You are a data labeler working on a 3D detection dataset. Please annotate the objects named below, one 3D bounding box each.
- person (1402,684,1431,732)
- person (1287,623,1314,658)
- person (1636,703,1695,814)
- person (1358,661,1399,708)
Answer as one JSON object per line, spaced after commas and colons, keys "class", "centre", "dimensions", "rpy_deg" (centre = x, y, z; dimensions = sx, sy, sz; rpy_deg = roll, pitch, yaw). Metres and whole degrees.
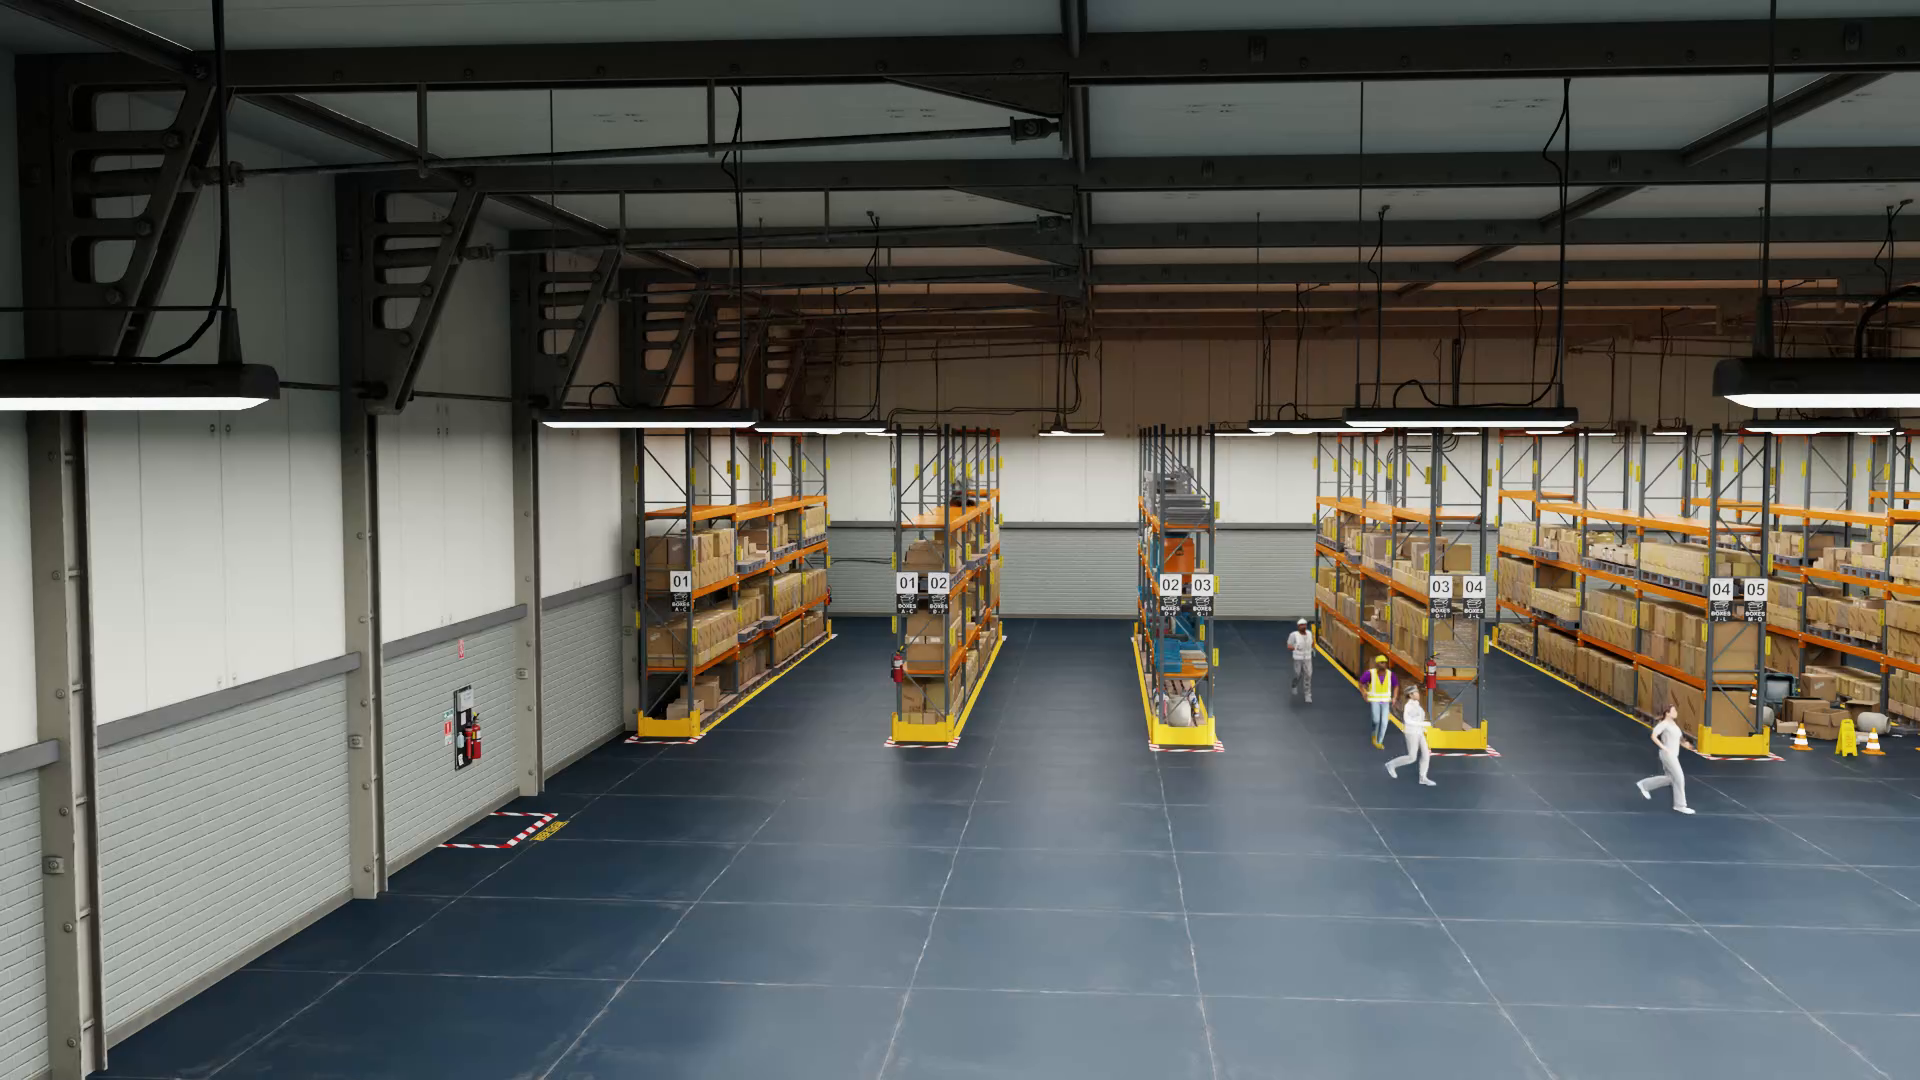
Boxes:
{"class": "person", "centre": [7.556, 2.793, 27.469], "dimensions": [0.517, 0.829, 0.625], "rpy_deg": [2, 4, 32]}
{"class": "person", "centre": [7.457, 2.155, 36.152], "dimensions": [0.681, 0.811, 0.631], "rpy_deg": [0, 3, -7]}
{"class": "person", "centre": [10.878, 3.342, 25.624], "dimensions": [0.879, 1.669, 0.567], "rpy_deg": [3, 4, 38]}
{"class": "person", "centre": [7.755, 2.622, 30.710], "dimensions": [0.728, 0.913, 0.415], "rpy_deg": [0, 3, 3]}
